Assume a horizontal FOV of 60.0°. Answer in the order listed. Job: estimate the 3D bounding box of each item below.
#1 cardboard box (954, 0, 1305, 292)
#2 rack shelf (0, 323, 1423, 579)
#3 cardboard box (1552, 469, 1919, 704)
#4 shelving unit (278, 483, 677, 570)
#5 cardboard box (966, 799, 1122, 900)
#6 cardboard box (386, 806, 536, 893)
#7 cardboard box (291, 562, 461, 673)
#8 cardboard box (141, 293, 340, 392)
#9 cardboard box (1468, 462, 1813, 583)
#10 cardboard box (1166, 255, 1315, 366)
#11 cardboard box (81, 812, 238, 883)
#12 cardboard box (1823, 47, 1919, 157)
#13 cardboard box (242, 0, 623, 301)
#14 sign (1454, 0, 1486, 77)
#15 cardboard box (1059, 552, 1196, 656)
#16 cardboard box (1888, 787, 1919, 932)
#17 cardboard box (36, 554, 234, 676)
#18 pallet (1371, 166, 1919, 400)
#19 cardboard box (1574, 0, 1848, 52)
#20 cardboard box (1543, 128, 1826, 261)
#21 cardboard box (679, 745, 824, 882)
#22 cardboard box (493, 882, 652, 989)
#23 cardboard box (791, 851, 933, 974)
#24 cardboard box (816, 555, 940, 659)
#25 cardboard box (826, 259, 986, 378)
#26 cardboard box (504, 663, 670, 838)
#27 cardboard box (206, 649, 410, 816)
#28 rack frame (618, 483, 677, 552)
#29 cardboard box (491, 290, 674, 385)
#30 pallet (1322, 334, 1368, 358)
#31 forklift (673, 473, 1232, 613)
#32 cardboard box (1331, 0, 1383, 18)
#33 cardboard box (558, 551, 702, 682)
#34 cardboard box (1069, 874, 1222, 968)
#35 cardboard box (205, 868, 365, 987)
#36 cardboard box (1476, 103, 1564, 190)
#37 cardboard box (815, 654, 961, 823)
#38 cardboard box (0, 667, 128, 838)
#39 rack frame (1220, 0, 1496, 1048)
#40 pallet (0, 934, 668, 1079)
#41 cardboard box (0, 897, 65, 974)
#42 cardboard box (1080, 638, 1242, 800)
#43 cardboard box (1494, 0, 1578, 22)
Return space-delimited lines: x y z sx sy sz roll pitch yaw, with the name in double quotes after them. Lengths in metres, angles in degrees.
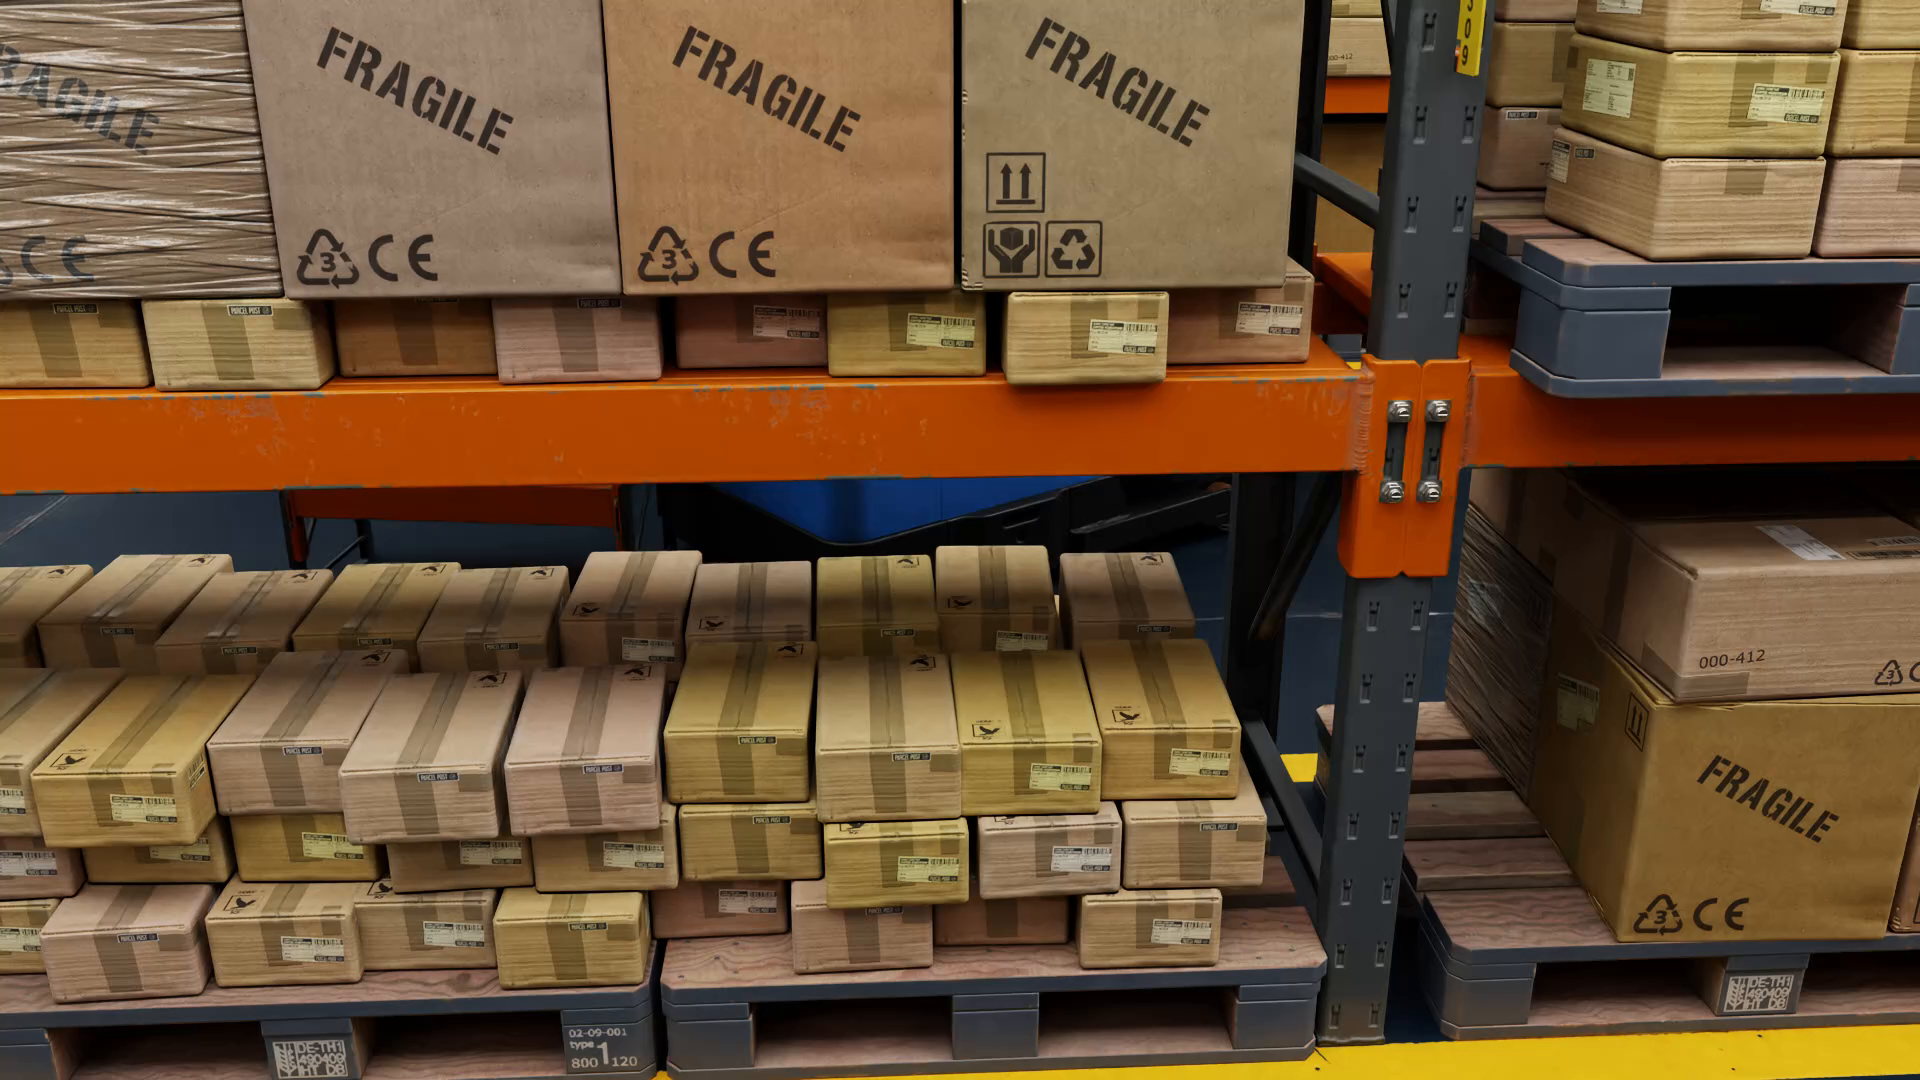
0.239 -0.704 2.696 0.500 0.500 0.500 -1 21 -3 "cardboard box"
-1.291 -0.252 3.077 4.000 0.370 1.077 -1 21 -3 "rack shelf"
1.459 0.072 3.085 0.500 0.250 0.500 -2 21 -5 "cardboard box"
-1.457 -0.369 5.008 1.048 1.125 0.538 2 21 5 "shelving unit"
0.140 0.498 3.096 0.250 0.149 0.380 -2 21 -6 "cardboard box"
-0.904 0.490 3.116 0.250 0.149 0.380 -2 21 -6 "cardboard box"
-1.211 0.186 3.498 0.250 0.149 0.380 -1 21 -3 "cardboard box"
-1.122 -0.365 2.716 0.250 0.149 0.380 -1 21 -2 "cardboard box"
1.435 -0.112 3.568 0.500 0.250 0.500 -2 21 -4 "cardboard box"
0.434 -0.422 2.867 0.250 0.149 0.380 -1 21 -4 "cardboard box"
-1.443 0.483 3.136 0.250 0.149 0.380 0 21 0 "cardboard box"
1.384 -0.697 2.580 0.250 0.149 0.380 -2 21 -4 "cardboard box"
-0.776 -0.684 2.644 0.500 0.500 0.500 -1 21 -3 "cardboard box"
0.745 -0.840 2.396 0.005 0.325 0.100 -1 21 -3 "sign"
0.350 0.163 3.557 0.250 0.149 0.380 0 21 -1 "cardboard box"
1.987 0.411 3.248 0.500 0.500 0.500 0 21 -1 "cardboard box"
-1.741 0.167 3.547 0.250 0.149 0.380 0 21 -1 "cardboard box"
1.478 -0.503 2.995 1.213 0.211 1.003 -1 21 -3 "pallet"
1.126 -0.830 2.512 0.250 0.149 0.380 0 21 0 "cardboard box"
1.126 -0.552 2.618 0.250 0.149 0.380 -2 21 -6 "cardboard box"
-0.382 0.480 3.143 0.250 0.149 0.380 -1 21 -3 "cardboard box"
-0.699 0.658 3.094 0.250 0.149 0.380 -1 21 -3 "cardboard box"
-0.190 0.641 3.139 0.250 0.149 0.380 -2 21 -5 "cardboard box"
-0.178 0.170 3.538 0.250 0.149 0.380 -1 21 -4 "cardboard box"
-0.087 -0.394 2.793 0.250 0.149 0.380 0 21 -1 "cardboard box"
-0.664 0.372 3.008 0.250 0.149 0.380 -2 21 -6 "cardboard box"
-1.186 0.348 3.071 0.250 0.149 0.380 -1 21 -3 "cardboard box"
-0.951 -0.353 4.966 0.032 1.125 0.500 2 21 5 "rack frame"
-0.615 -0.381 2.760 0.250 0.149 0.380 -2 21 -5 "cardboard box"
2.310 -1.150 8.344 1.213 0.211 1.003 -1 21 -3 "pallet"
0.516 -1.532 5.525 3.031 2.935 1.130 -16 26 -36 "forklift"
1.802 -2.478 7.423 0.500 0.250 0.500 -1 21 -2 "cardboard box"
-0.695 0.160 3.566 0.250 0.149 0.380 -1 21 -2 "cardboard box"
0.334 0.637 3.149 0.250 0.149 0.380 -1 21 -2 "cardboard box"
-1.202 0.656 3.099 0.250 0.149 0.380 -1 21 -3 "cardboard box"
1.091 -0.786 3.232 0.250 0.149 0.380 -2 21 -4 "cardboard box"
-0.135 0.356 3.050 0.250 0.149 0.380 -1 21 -4 "cardboard box"
-1.697 0.376 2.997 0.250 0.149 0.380 0 21 -1 "cardboard box"
0.706 -0.628 3.056 0.127 3.000 1.000 -1 21 -3 "rack frame"
-1.183 0.727 3.415 1.213 0.211 1.003 -1 21 -3 "pallet"
-1.731 0.645 3.128 0.250 0.149 0.380 -1 21 -3 "cardboard box"
0.366 0.329 3.121 0.250 0.149 0.380 -1 21 -2 "cardboard box"
1.096 -1.063 3.123 0.250 0.149 0.380 0 21 -1 "cardboard box"
